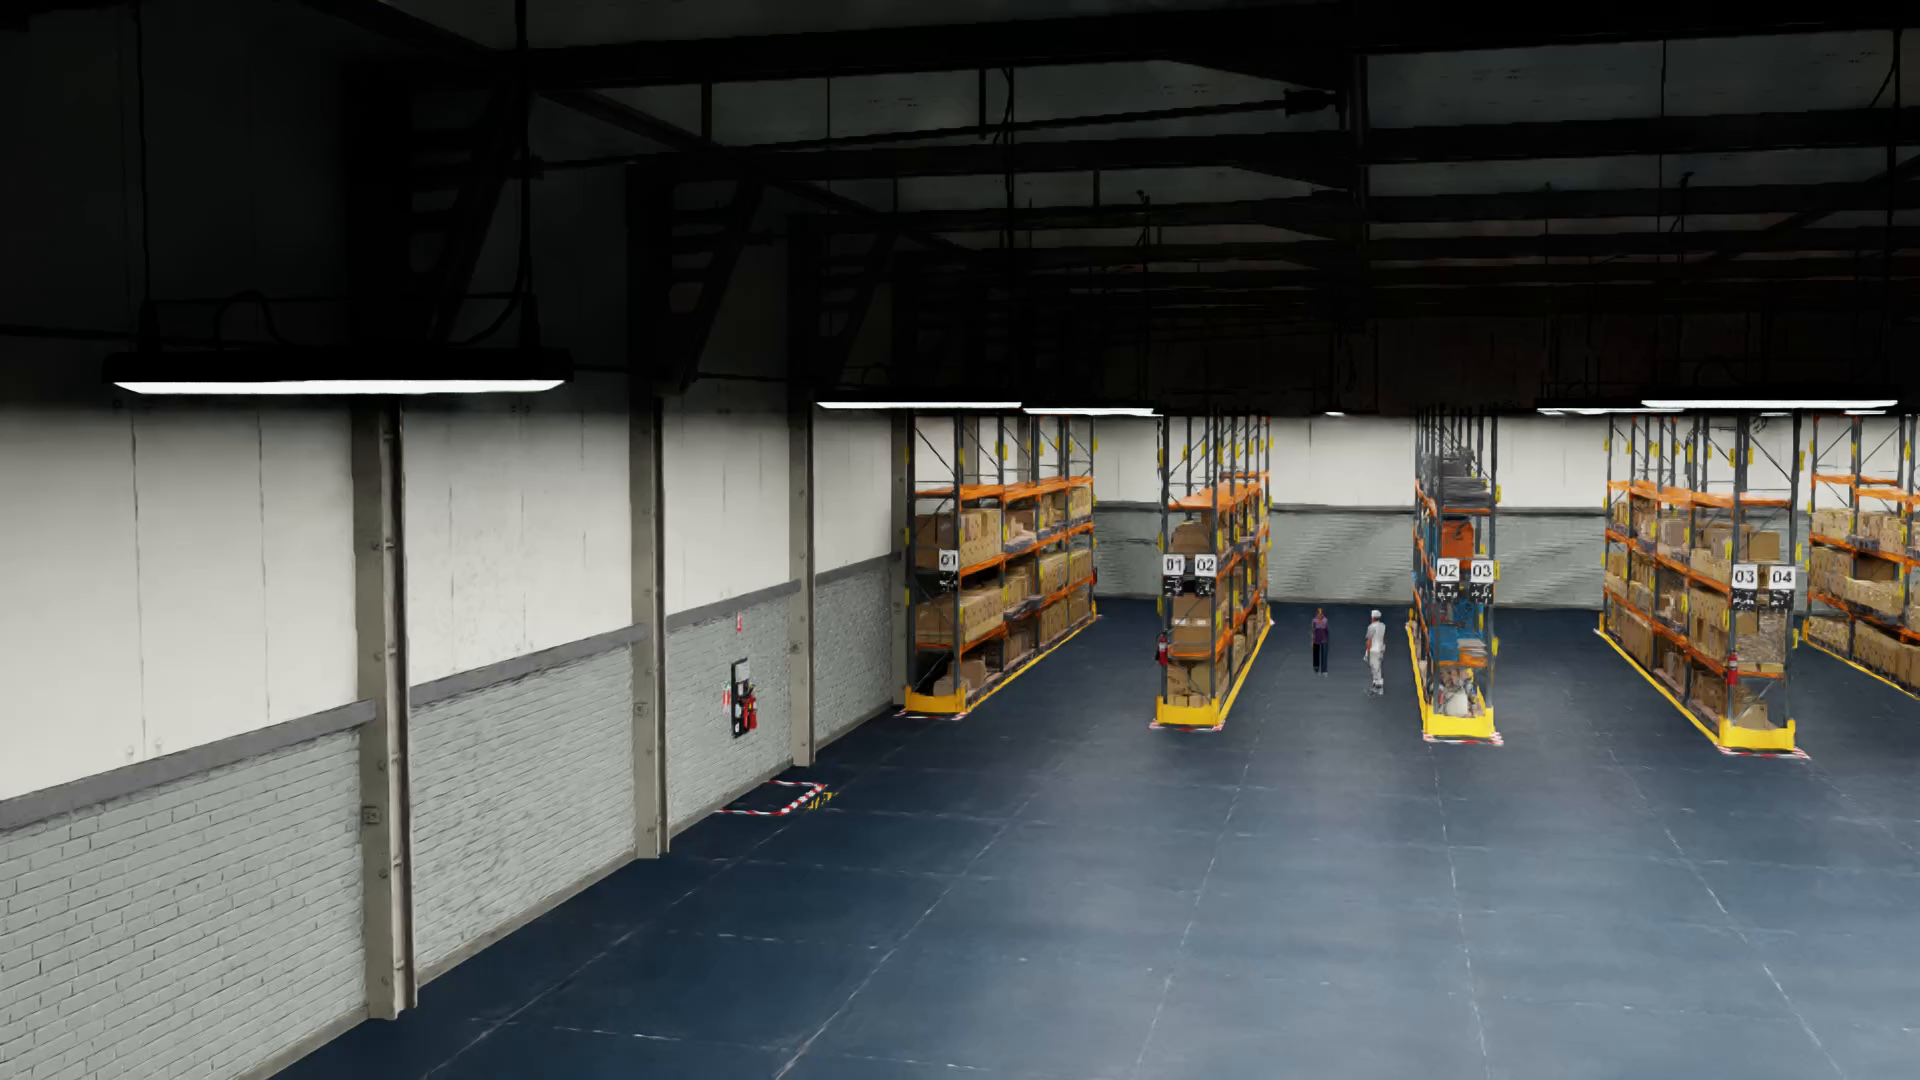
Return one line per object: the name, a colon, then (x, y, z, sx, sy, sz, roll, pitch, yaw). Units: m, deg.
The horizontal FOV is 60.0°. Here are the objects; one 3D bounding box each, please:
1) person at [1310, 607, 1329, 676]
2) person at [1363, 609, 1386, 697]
person: (8.016, 2.248, 37.086, 0.418, 1.514, 1.039, 1, 4, 11)
person: (8.549, 2.318, 34.319, 0.569, 1.786, 0.649, 4, 6, 43)
